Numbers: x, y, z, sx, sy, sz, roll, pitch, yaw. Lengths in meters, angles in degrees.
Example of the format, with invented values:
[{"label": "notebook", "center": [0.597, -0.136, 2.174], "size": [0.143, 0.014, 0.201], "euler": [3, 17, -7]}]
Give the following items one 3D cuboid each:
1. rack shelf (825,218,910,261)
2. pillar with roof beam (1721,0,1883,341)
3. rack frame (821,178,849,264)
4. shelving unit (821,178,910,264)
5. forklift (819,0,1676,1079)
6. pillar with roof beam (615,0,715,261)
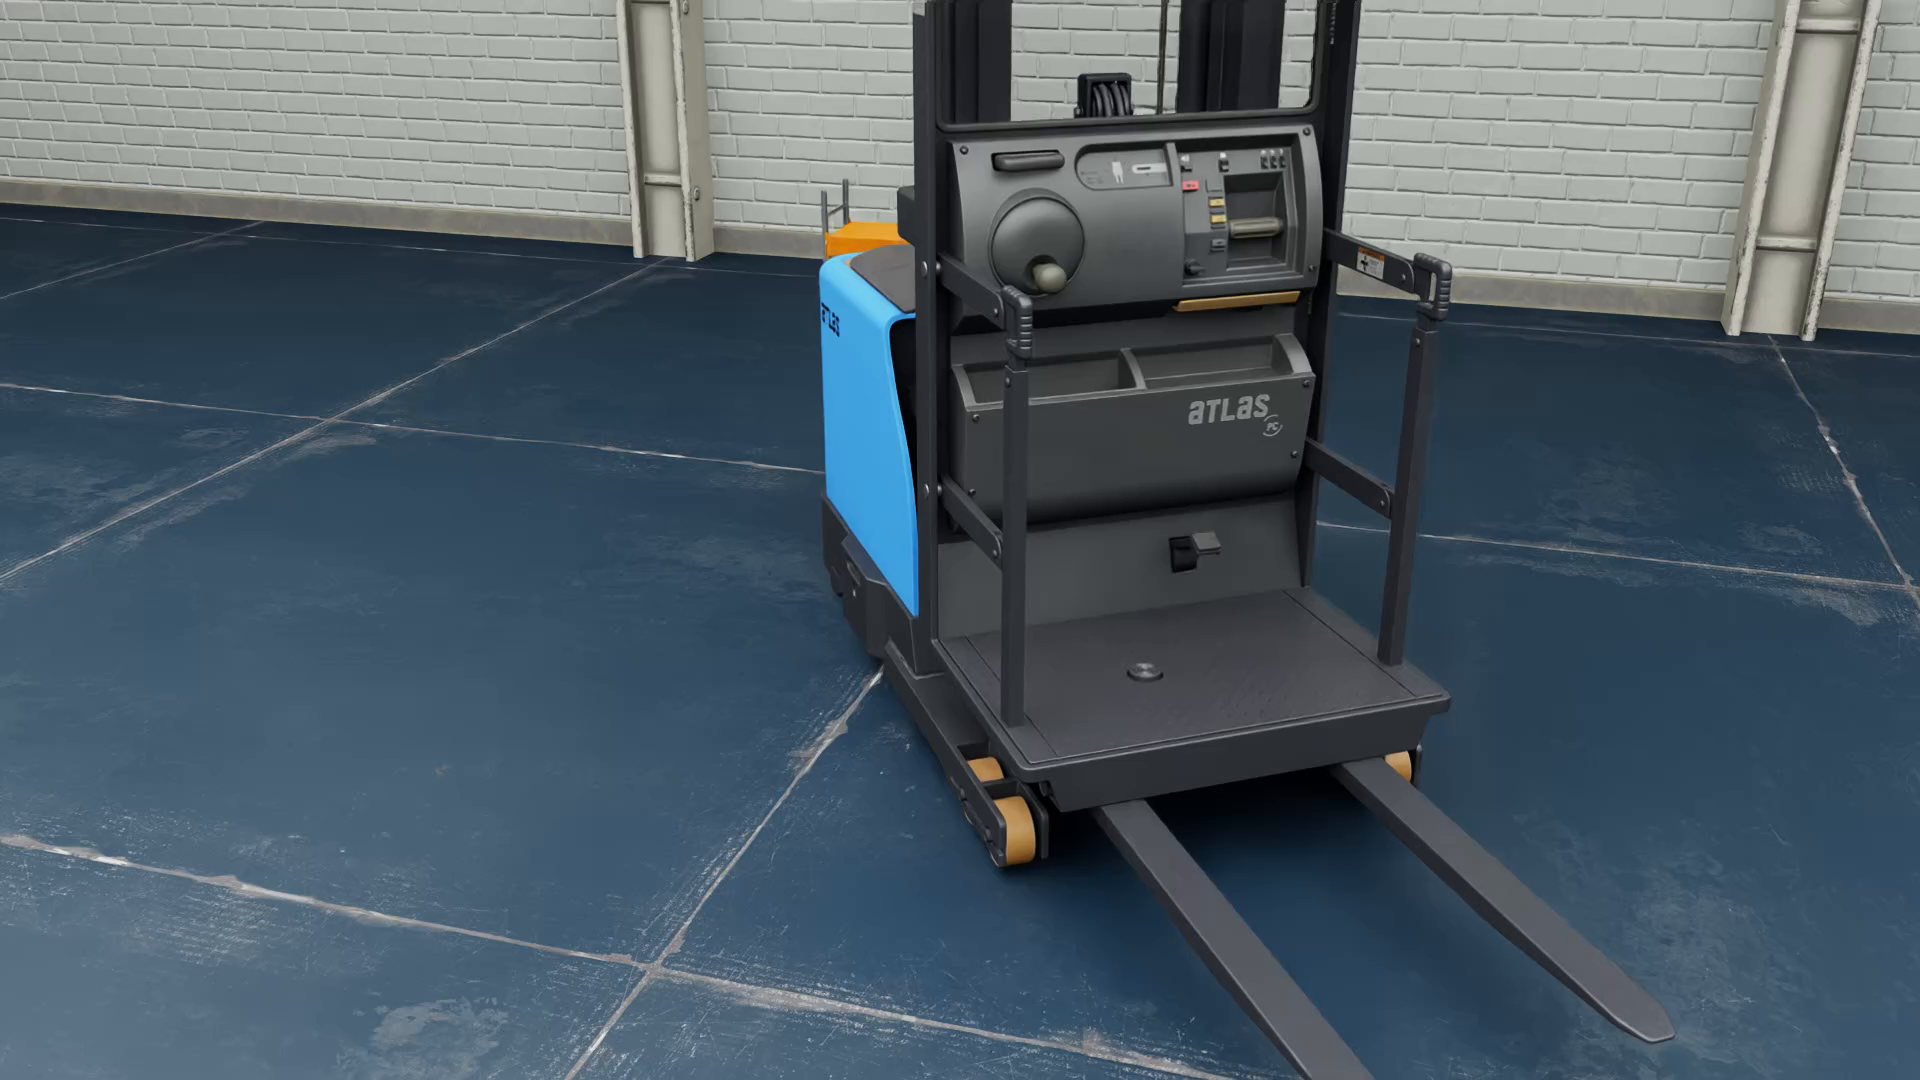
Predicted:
[{"label": "rack shelf", "center": [-0.174, -0.948, 5.464], "size": [0.480, 0.148, 0.258], "euler": [6, 23, 13]}, {"label": "pillar with roof beam", "center": [2.799, -3.652, 2.816], "size": [0.400, 9.000, 9.100], "euler": [7, 23, 16]}, {"label": "rack frame", "center": [-0.410, -0.607, 5.669], "size": [0.015, 1.200, 0.240], "euler": [6, 23, 13]}, {"label": "shelving unit", "center": [-0.174, -0.584, 5.613], "size": [0.503, 1.200, 0.258], "euler": [6, 23, 13]}, {"label": "forklift", "center": [0.503, -0.761, 3.763], "size": [1.130, 2.935, 3.031], "euler": [-7, 23, -17]}, {"label": "pillar with roof beam", "center": [-2.946, -4.310, 4.419], "size": [0.400, 9.000, 9.100], "euler": [7, 23, 16]}]
